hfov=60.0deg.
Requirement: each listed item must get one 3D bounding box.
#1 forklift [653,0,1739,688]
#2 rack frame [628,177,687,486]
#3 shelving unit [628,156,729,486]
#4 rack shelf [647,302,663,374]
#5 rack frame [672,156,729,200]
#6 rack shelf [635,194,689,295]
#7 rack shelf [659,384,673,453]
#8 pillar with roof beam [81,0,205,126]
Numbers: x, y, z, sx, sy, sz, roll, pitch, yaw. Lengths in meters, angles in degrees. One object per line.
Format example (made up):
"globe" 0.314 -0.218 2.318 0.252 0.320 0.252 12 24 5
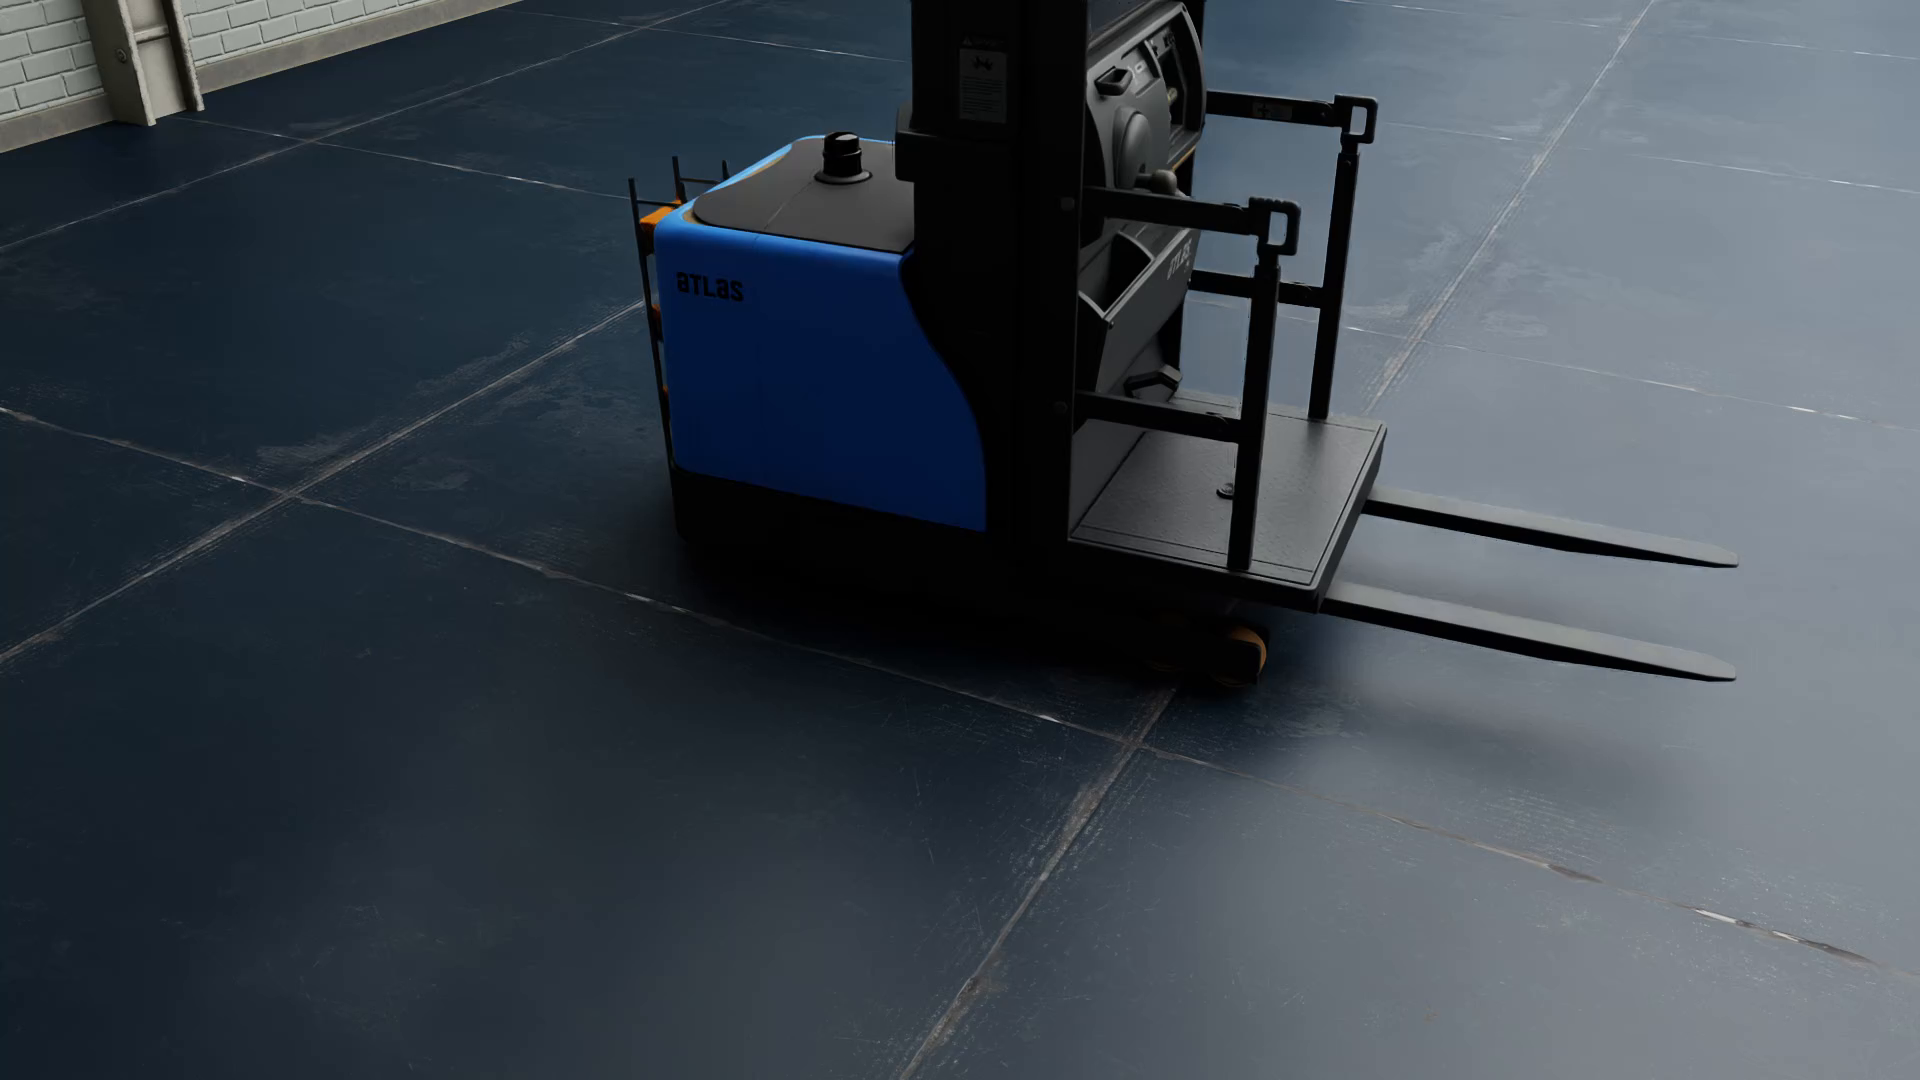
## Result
"forklift" 0.685 -1.169 4.342 3.031 2.935 1.130 12 32 19
"rack frame" -0.895 -0.626 5.276 0.200 1.050 0.008 10 31 22
"shelving unit" -0.845 -0.682 5.373 0.215 1.050 0.252 10 31 22
"rack shelf" -0.845 -0.673 5.378 0.215 0.259 0.240 10 31 22
"rack frame" -0.795 -0.737 5.469 0.200 1.050 0.008 10 31 22
"rack shelf" -0.857 -0.921 5.242 0.215 0.259 0.240 10 31 22
"rack shelf" -0.833 -0.429 5.511 0.215 0.259 0.240 10 31 22
"pillar with roof beam" -0.737 -5.355 5.538 9.100 9.000 0.400 14 33 23
